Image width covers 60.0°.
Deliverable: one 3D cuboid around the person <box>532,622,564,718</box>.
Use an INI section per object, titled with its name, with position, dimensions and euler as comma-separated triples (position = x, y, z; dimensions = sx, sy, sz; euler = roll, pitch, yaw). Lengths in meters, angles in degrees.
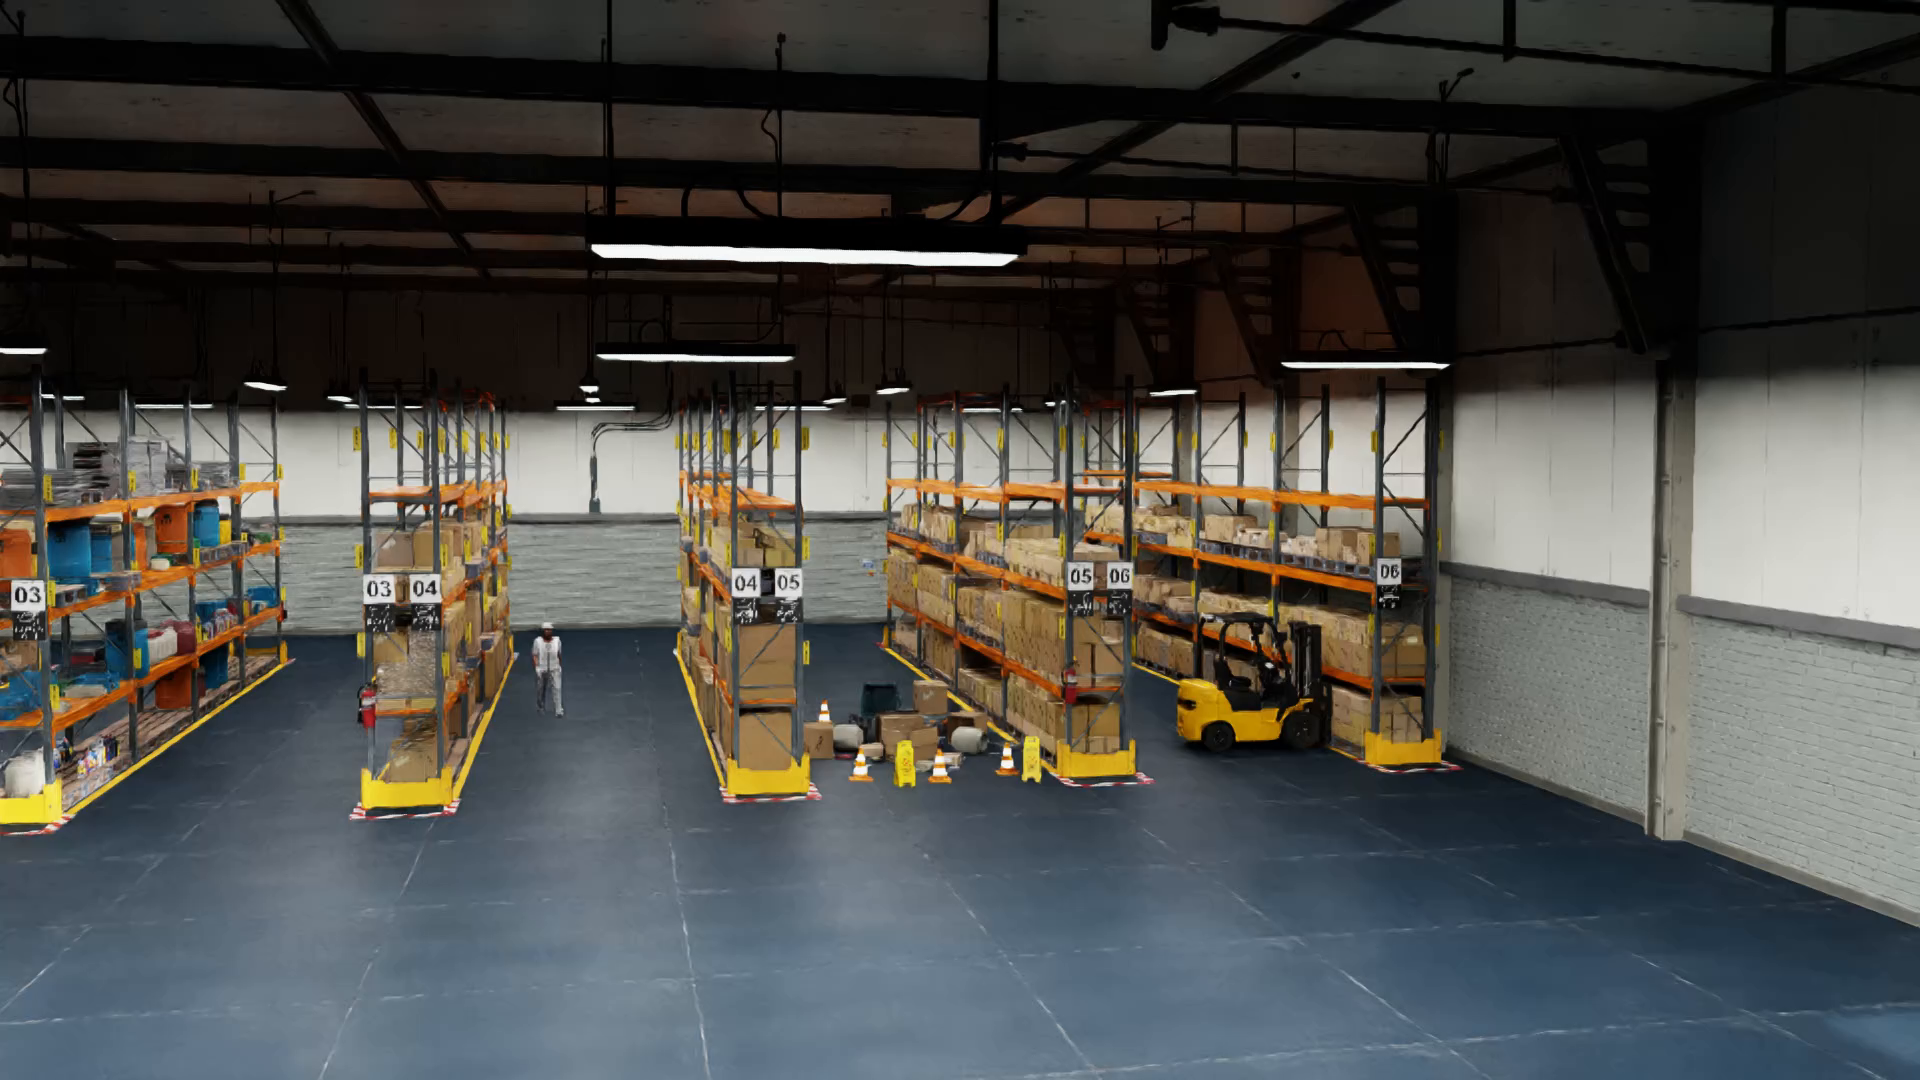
[person]
position = -7.477, 2.336, 30.131
dimensions = 0.554, 1.724, 1.029
euler = -1, 4, -20
